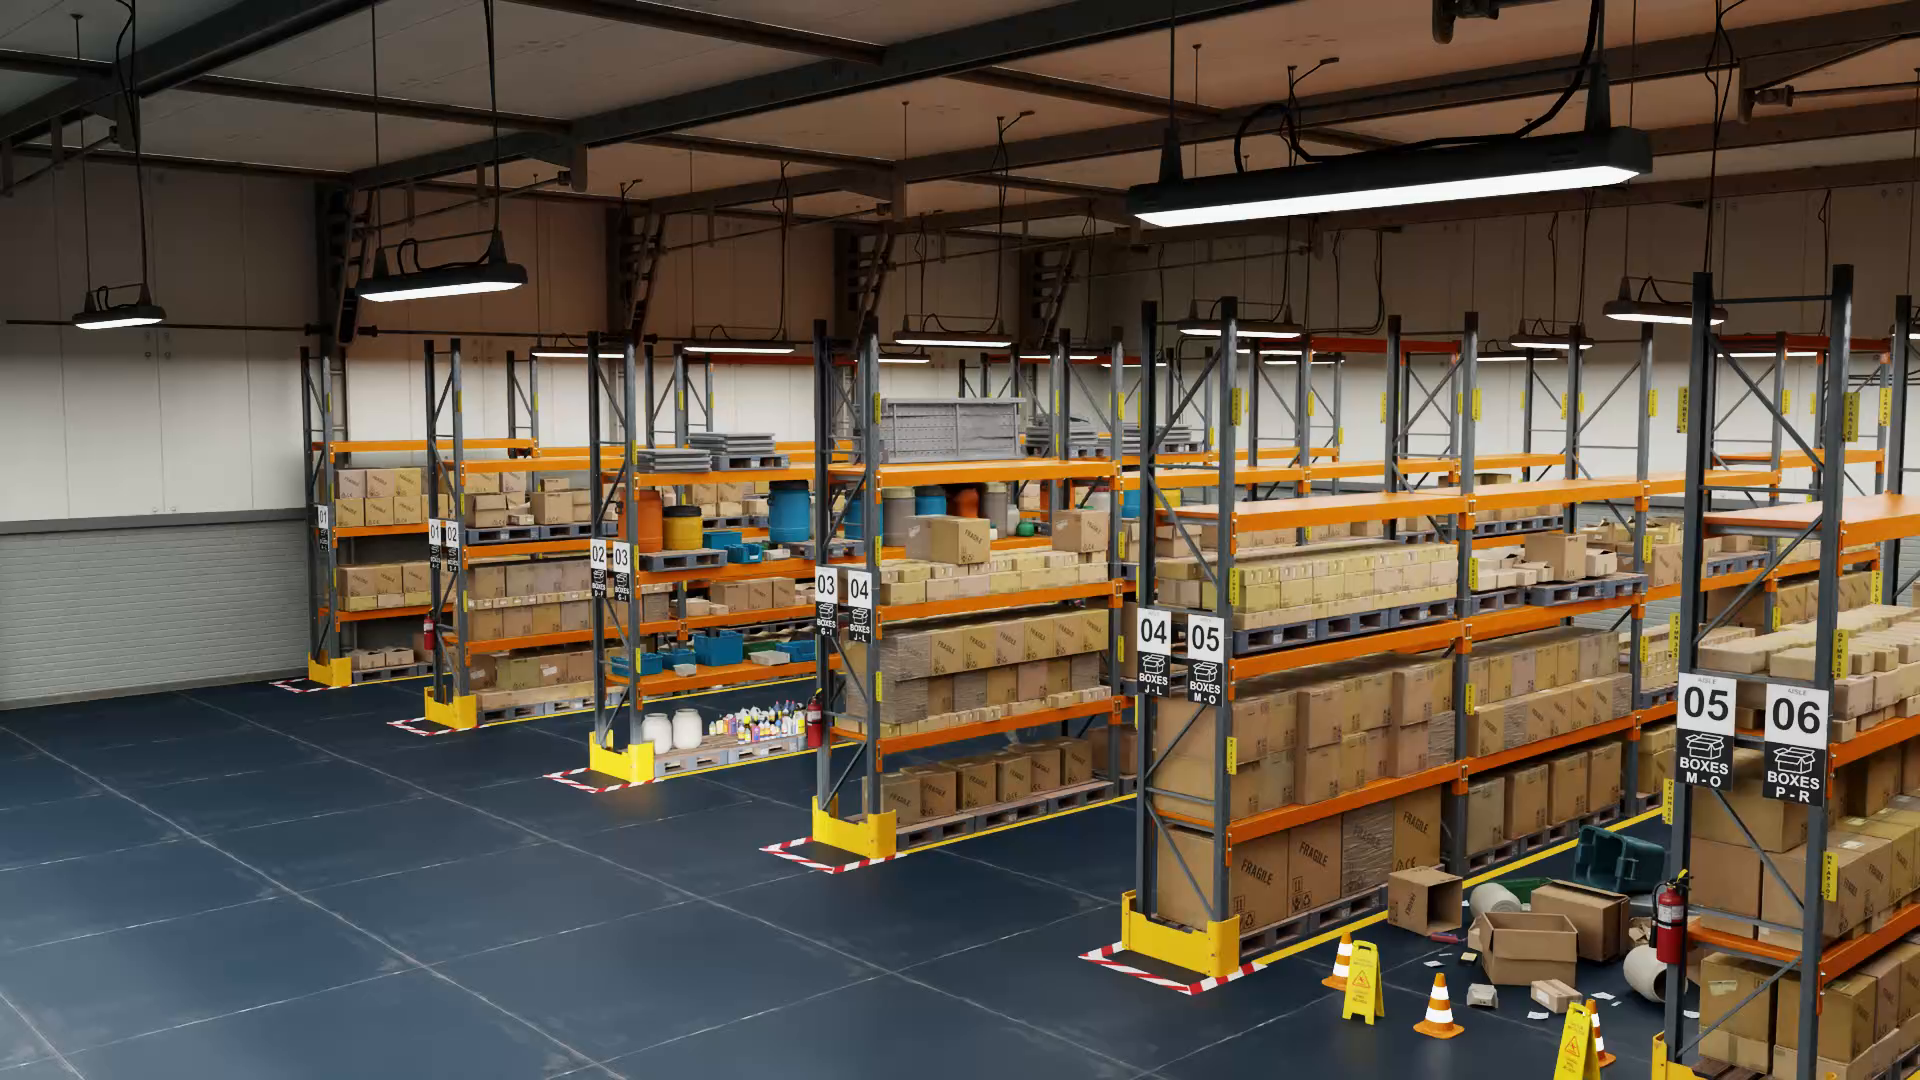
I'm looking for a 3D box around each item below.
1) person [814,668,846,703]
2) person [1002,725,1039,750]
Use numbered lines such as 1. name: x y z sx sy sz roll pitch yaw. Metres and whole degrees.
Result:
1. person: -2.018 1.994 26.587 0.591 1.672 0.689 2 5 18
2. person: 0.784 2.306 24.086 0.851 1.499 0.629 -3 6 -32
